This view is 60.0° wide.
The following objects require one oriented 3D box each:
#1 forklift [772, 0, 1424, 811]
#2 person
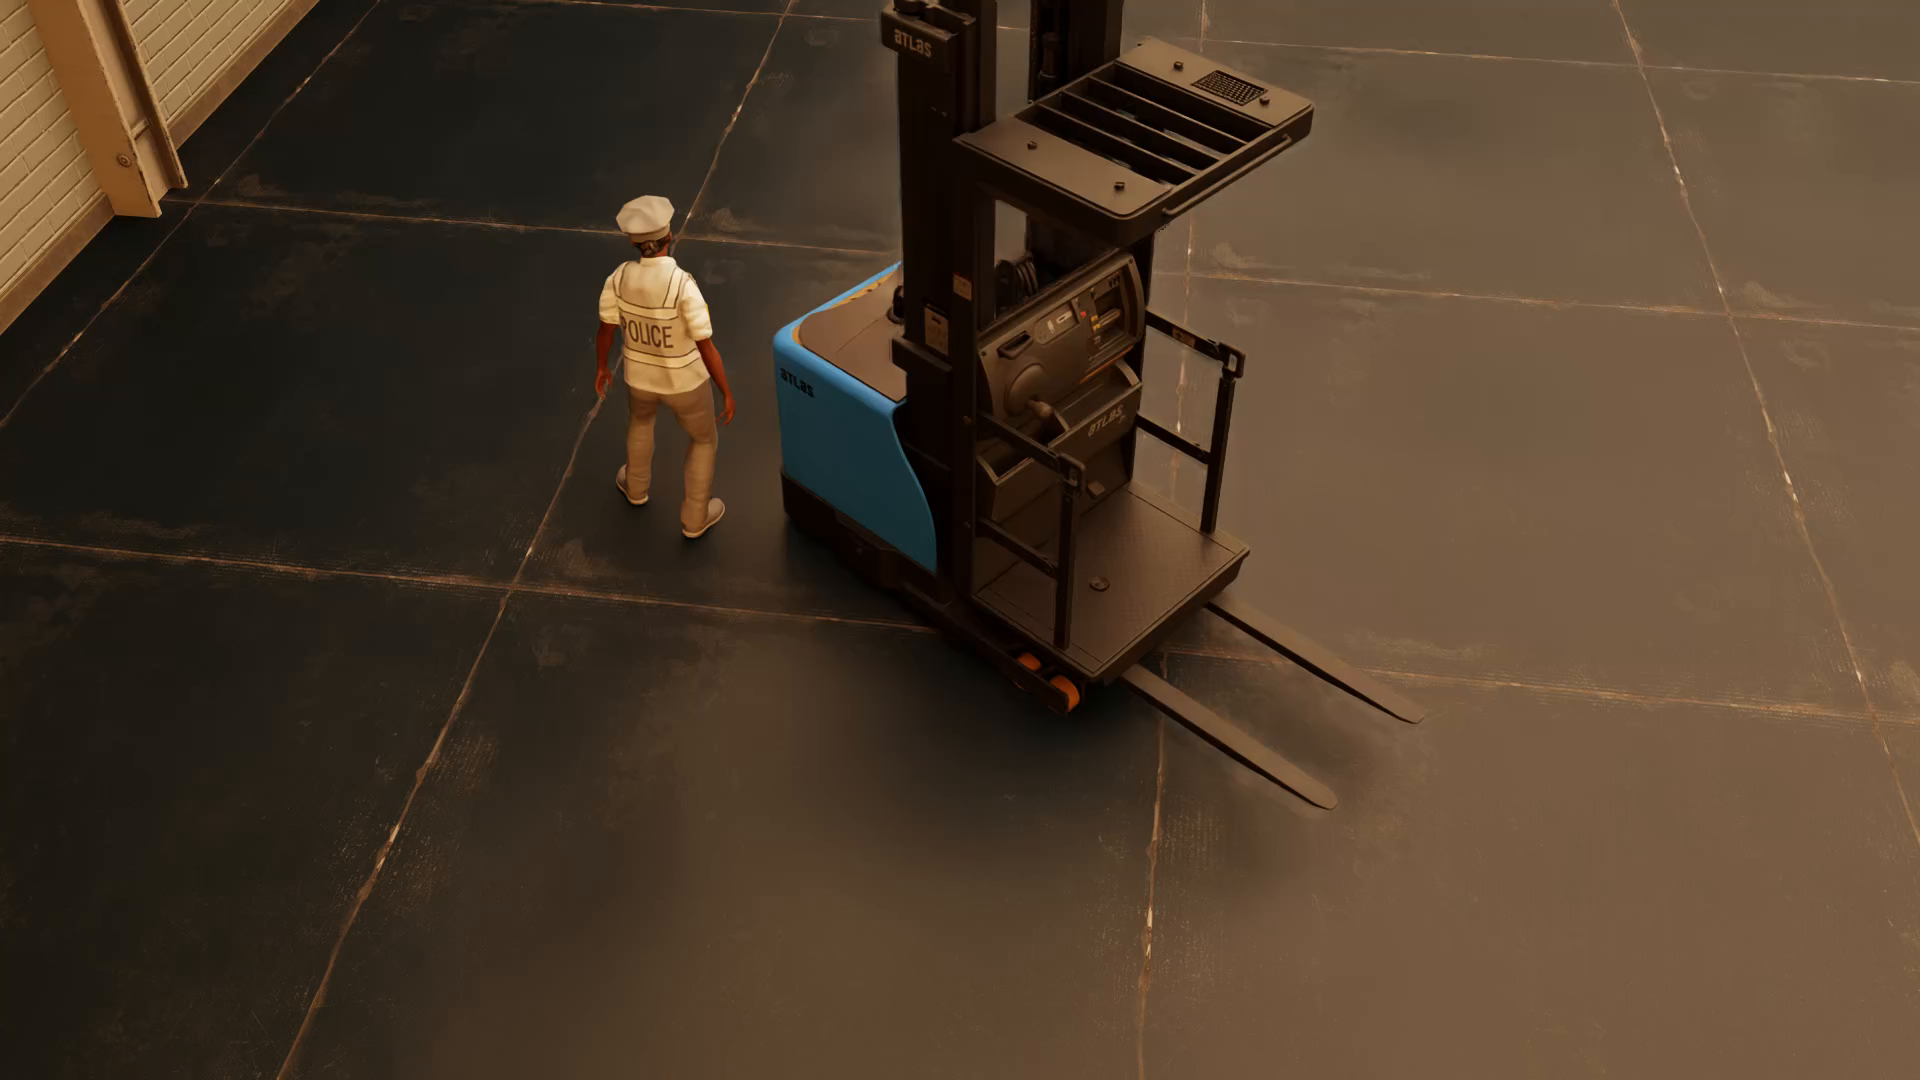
[{"bbox_3d":[0.568,-0.741,6.531,3.031,2.935,1.130,33,52,31],"label":"forklift"},{"bbox_3d":[-1.349,-0.752,7.517,0.787,1.632,0.404,13,44,13],"label":"person"}]
